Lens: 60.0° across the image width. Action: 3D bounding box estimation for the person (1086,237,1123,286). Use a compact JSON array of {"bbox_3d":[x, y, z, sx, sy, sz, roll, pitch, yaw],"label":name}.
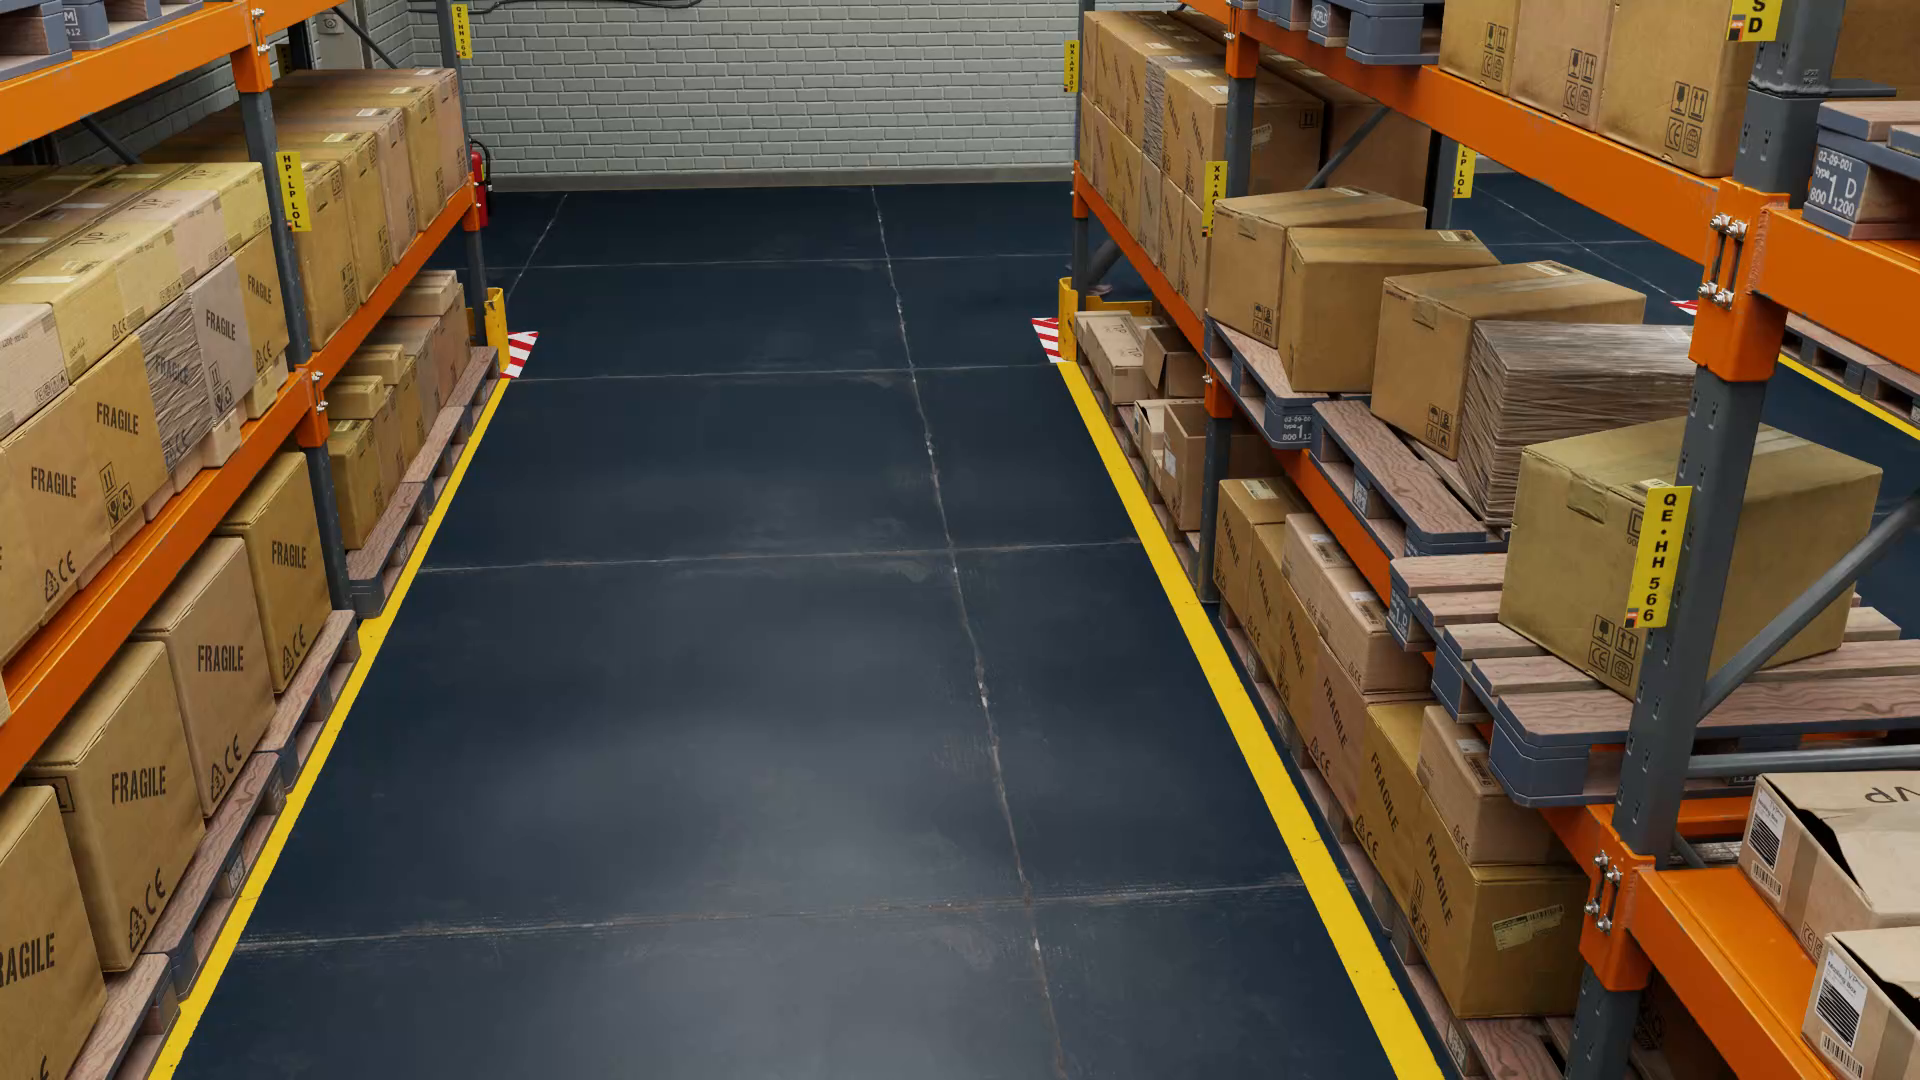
[{"bbox_3d":[1.343,-2.663,12.549,0.860,1.541,0.518,-2,24,-5],"label":"person"}]
